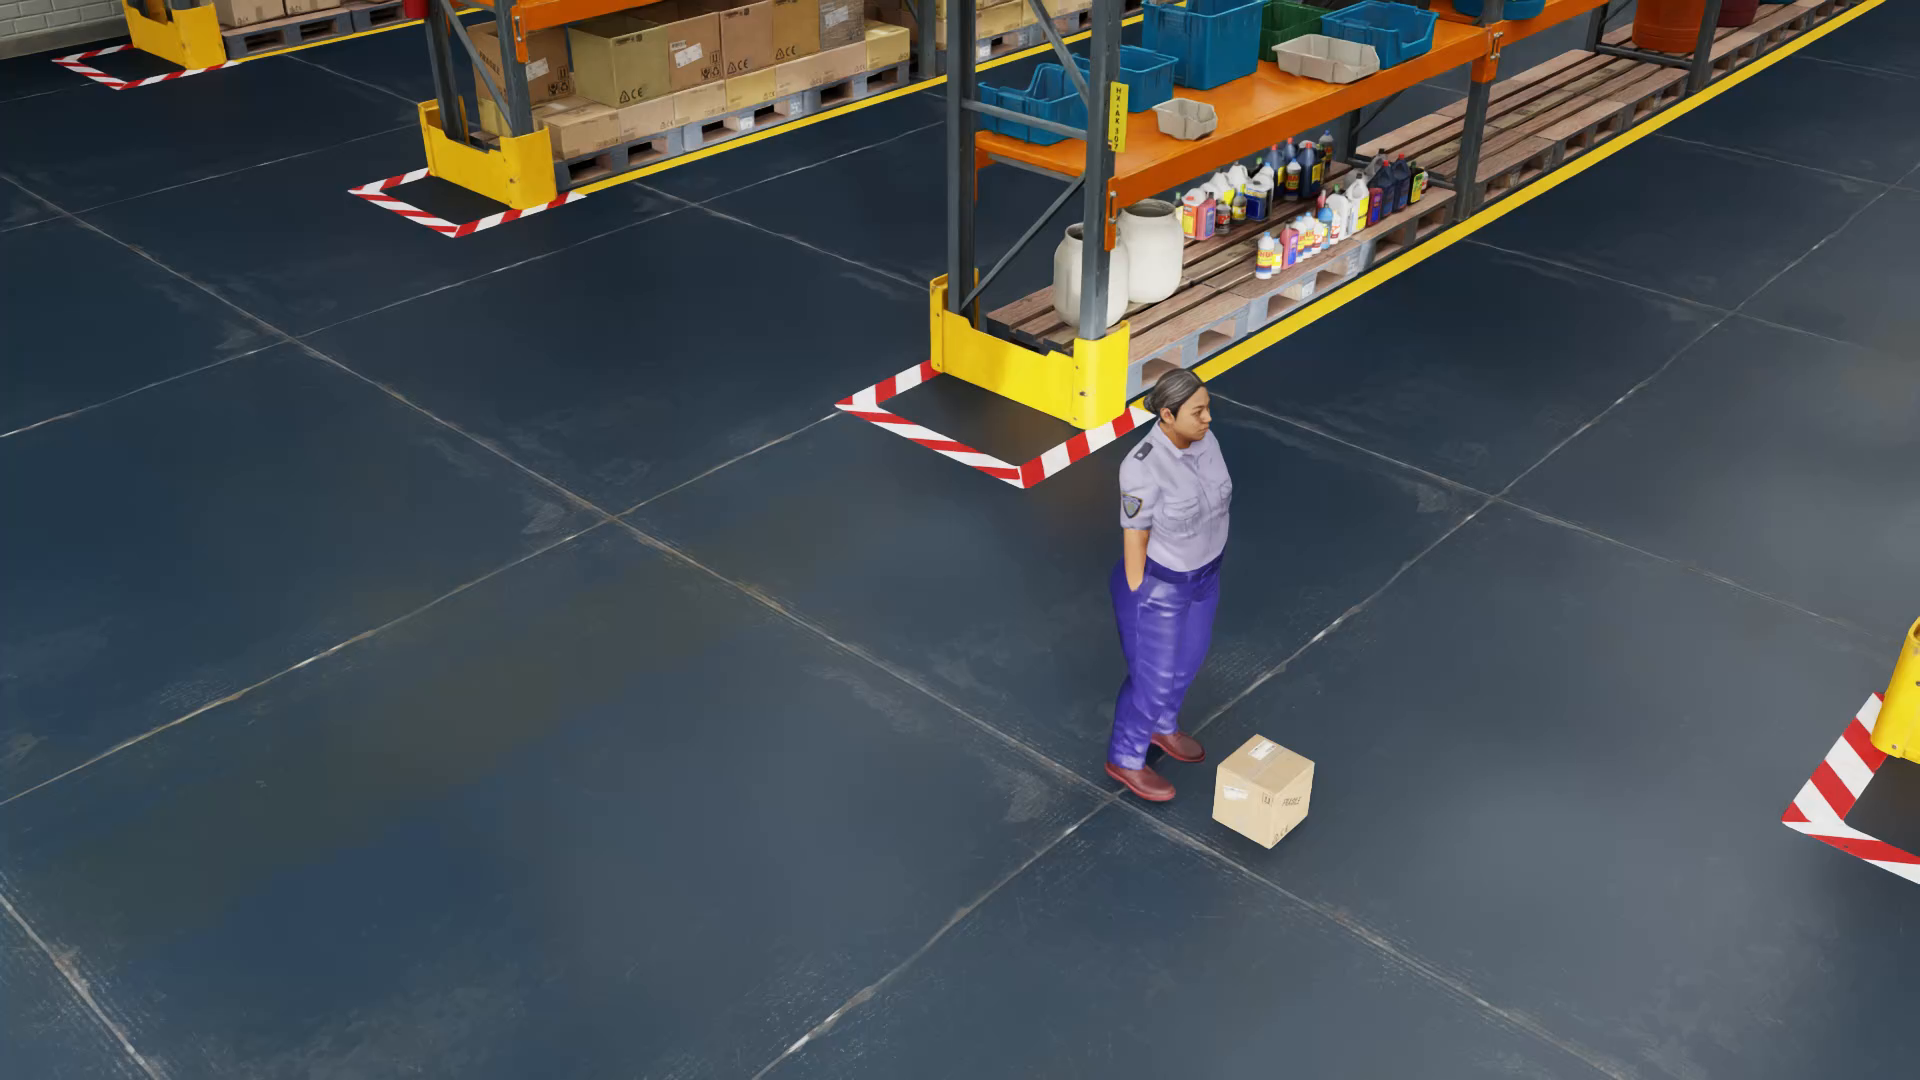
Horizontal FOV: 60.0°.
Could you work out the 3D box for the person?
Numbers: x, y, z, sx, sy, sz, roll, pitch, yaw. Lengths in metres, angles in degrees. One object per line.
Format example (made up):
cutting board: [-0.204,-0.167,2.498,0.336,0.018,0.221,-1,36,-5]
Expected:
person: [0.756,0.151,5.914,0.356,1.650,0.466,27,40,36]
